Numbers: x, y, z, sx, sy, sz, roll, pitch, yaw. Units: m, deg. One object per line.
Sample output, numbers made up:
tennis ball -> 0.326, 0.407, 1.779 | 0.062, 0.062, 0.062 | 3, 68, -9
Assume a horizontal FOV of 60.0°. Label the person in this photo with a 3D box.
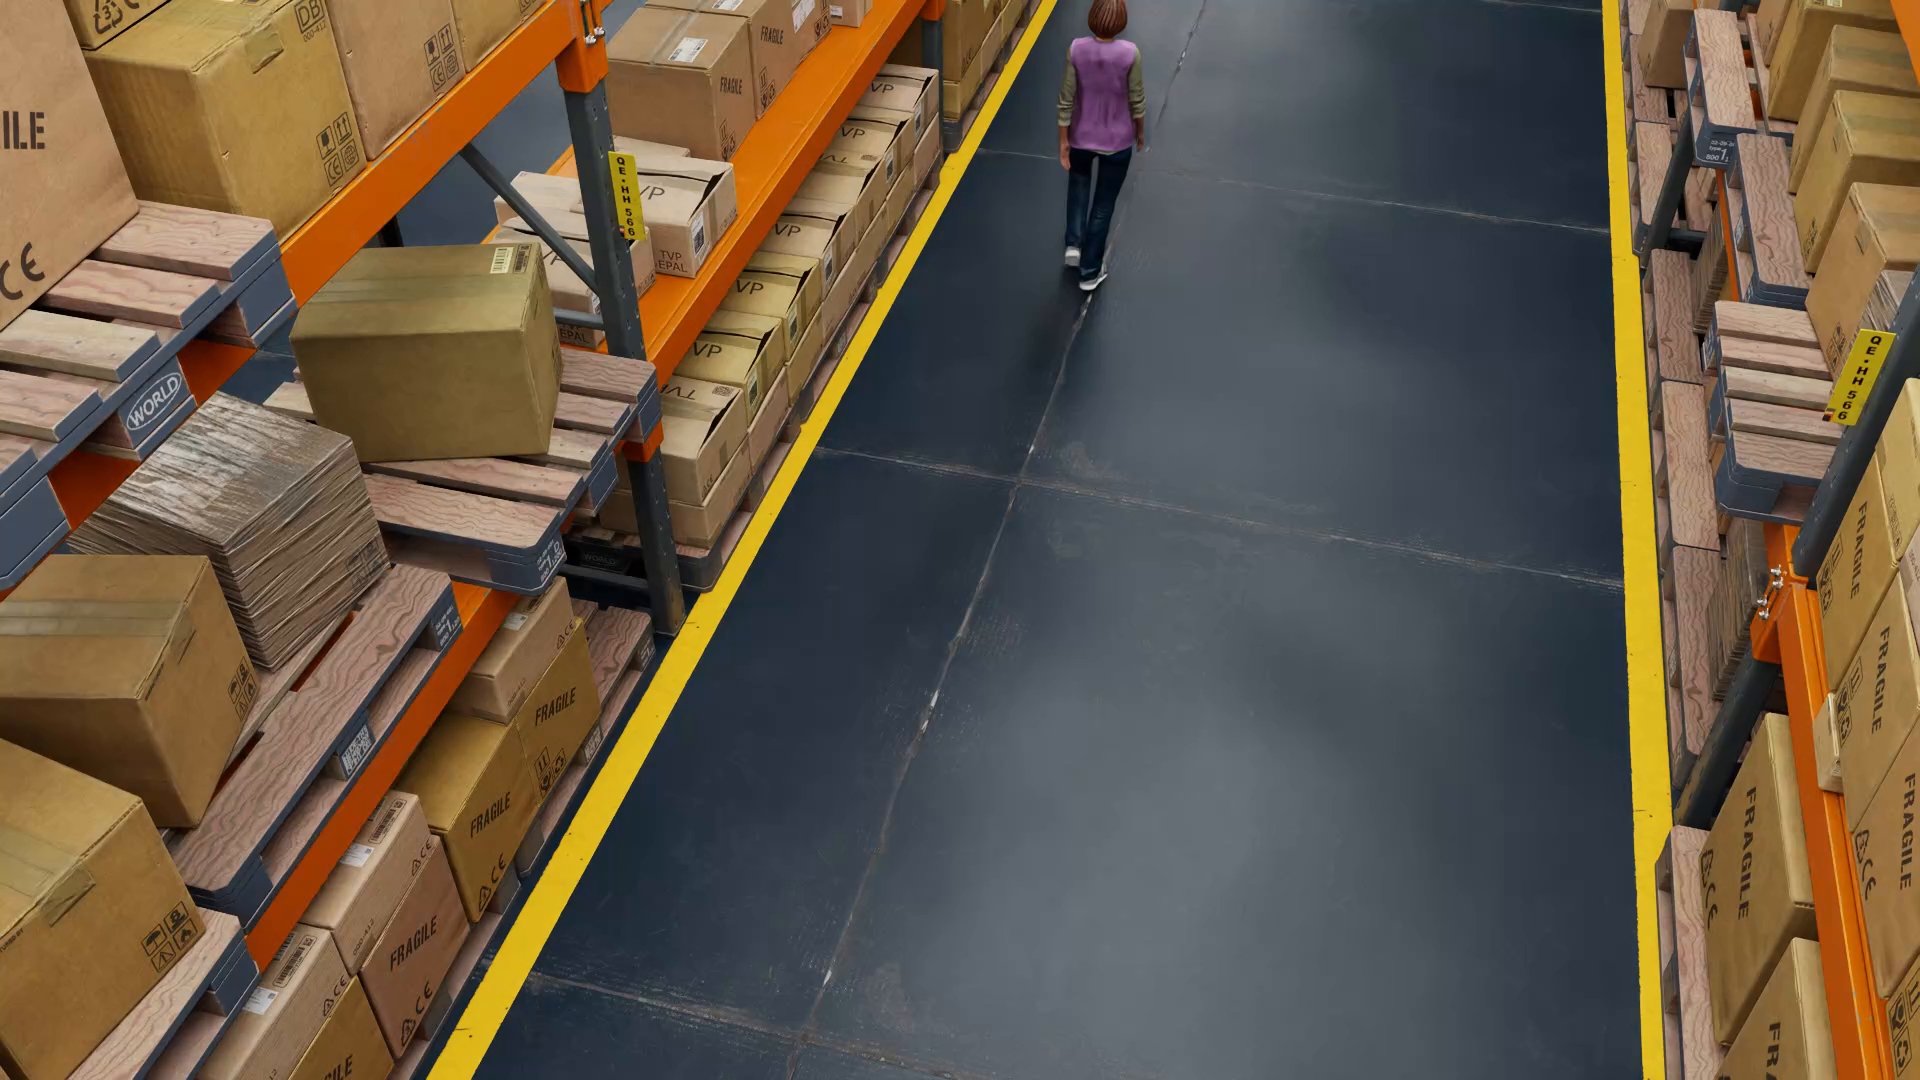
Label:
person -> 0.711, -2.016, 8.424 | 0.427, 1.626, 0.463 | 10, 43, 11
